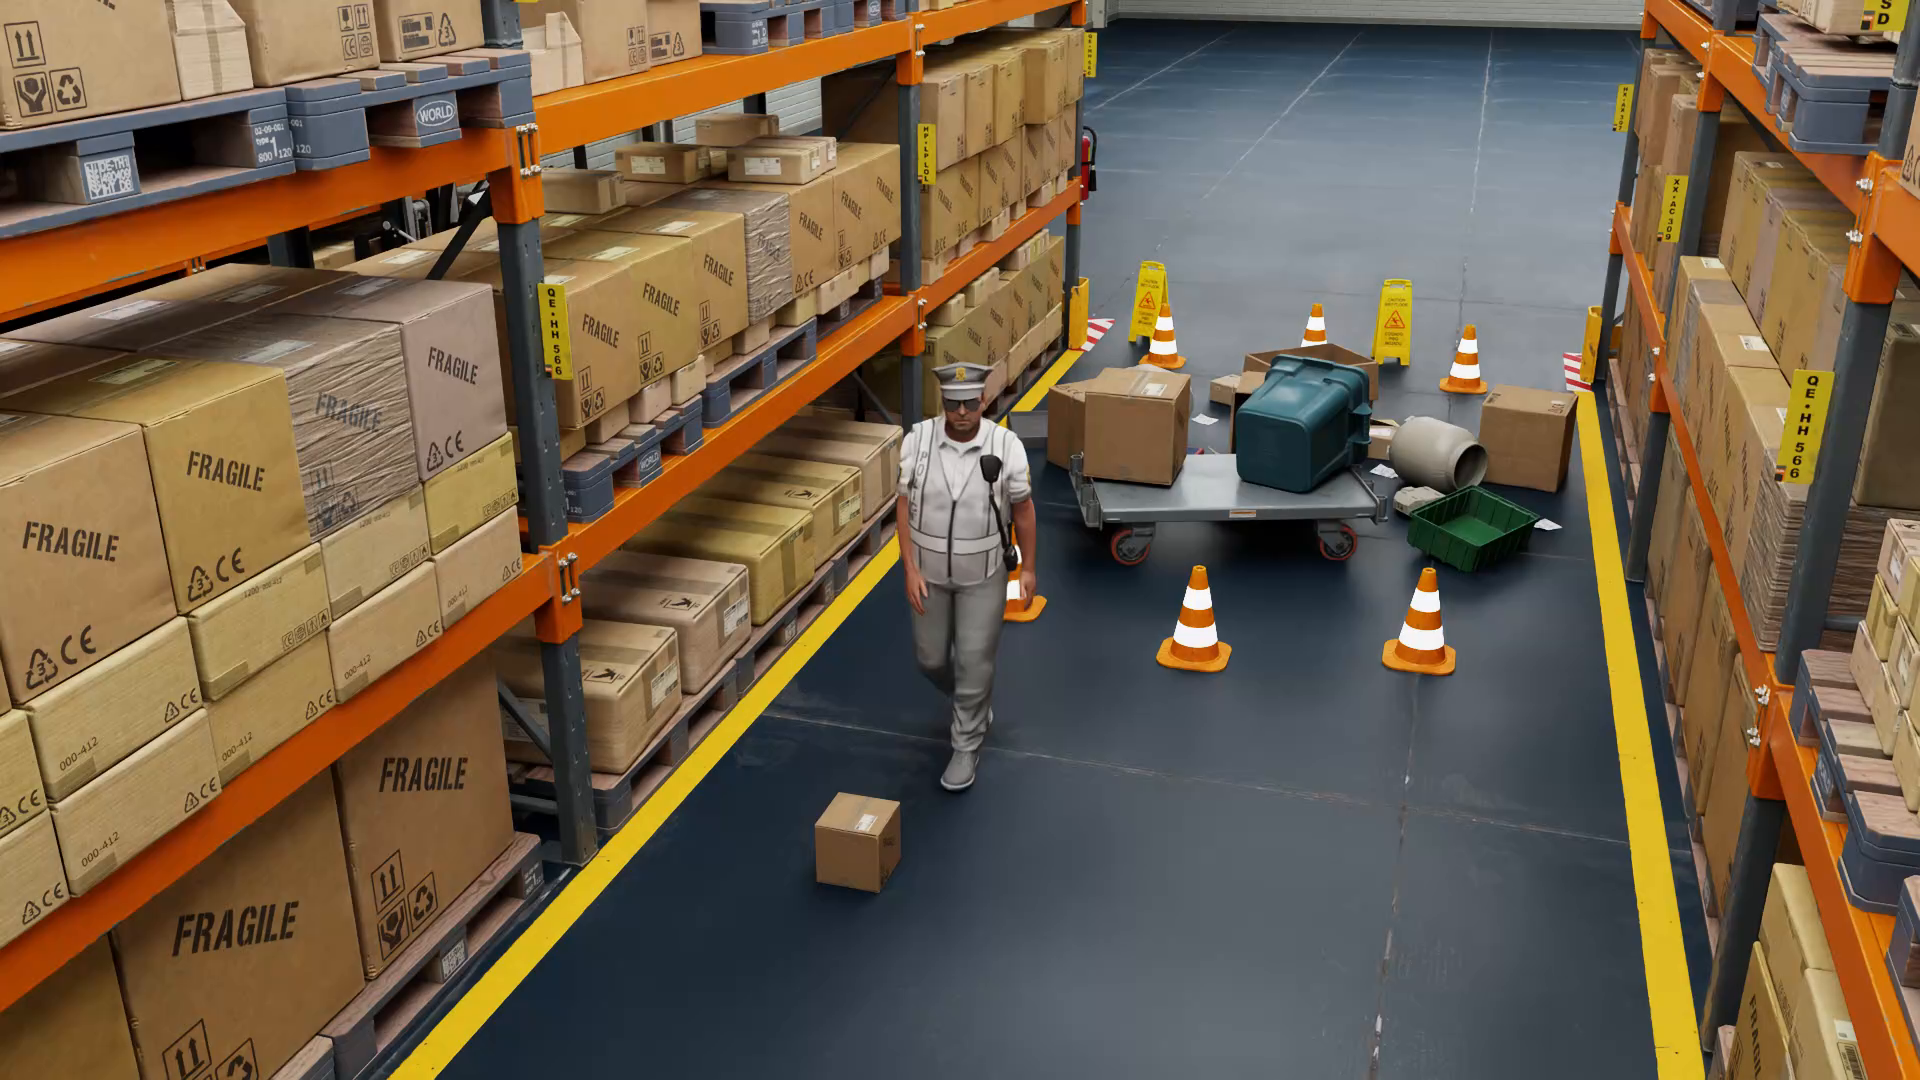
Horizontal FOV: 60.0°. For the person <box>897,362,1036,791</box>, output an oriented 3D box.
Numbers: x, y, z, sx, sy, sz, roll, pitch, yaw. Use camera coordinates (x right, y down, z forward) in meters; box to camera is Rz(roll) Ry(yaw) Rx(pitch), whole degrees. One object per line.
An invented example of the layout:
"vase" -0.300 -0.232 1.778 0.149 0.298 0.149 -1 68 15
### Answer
"person" 0.032 0.097 6.812 0.563 1.764 0.703 4 22 11
